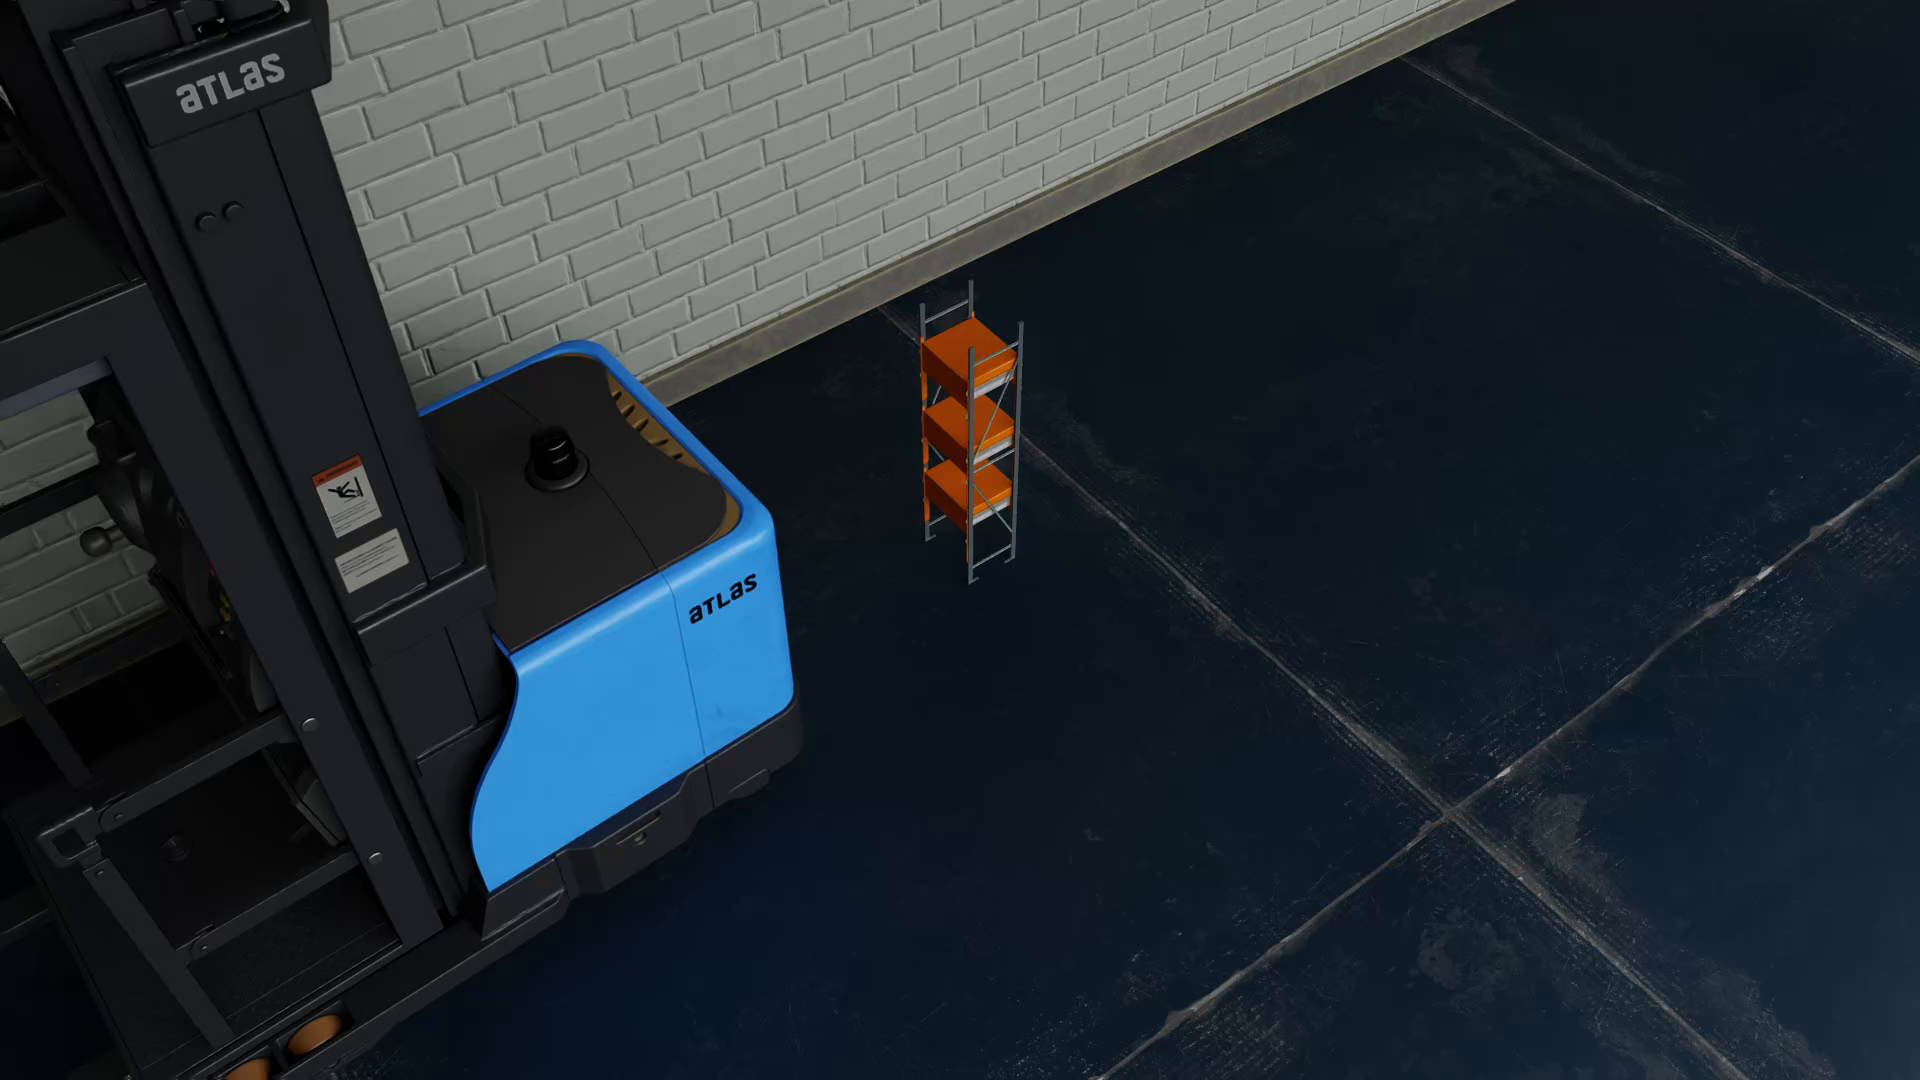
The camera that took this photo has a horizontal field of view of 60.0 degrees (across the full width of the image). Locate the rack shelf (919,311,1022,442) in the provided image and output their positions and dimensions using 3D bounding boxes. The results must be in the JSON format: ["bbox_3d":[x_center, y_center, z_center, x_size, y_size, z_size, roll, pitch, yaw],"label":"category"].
[{"bbox_3d":[0.032,-0.505,5.130,0.215,0.259,0.240,-29,54,-24],"label":"rack shelf"}]

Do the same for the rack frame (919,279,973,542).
[{"bbox_3d":[-0.041,-0.393,5.398,0.200,1.050,0.008,-29,54,-24],"label":"rack frame"}]

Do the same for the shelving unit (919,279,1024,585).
[{"bbox_3d":[0.032,-0.321,5.332,0.215,1.050,0.252,-29,54,-24],"label":"shelving unit"}]

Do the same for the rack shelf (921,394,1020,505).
[{"bbox_3d":[0.032,-0.314,5.340,0.215,0.259,0.240,-29,54,-24],"label":"rack shelf"}]

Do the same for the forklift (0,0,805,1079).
[{"bbox_3d":[-1.941,0.090,3.690,3.031,2.935,1.130,-31,55,-25],"label":"forklift"}]

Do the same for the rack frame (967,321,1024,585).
[{"bbox_3d":[0.106,-0.249,5.267,0.200,1.050,0.008,-29,54,-24],"label":"rack frame"}]

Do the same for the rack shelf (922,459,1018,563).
[{"bbox_3d":[0.032,-0.127,5.546,0.215,0.259,0.240,-29,54,-24],"label":"rack shelf"}]
